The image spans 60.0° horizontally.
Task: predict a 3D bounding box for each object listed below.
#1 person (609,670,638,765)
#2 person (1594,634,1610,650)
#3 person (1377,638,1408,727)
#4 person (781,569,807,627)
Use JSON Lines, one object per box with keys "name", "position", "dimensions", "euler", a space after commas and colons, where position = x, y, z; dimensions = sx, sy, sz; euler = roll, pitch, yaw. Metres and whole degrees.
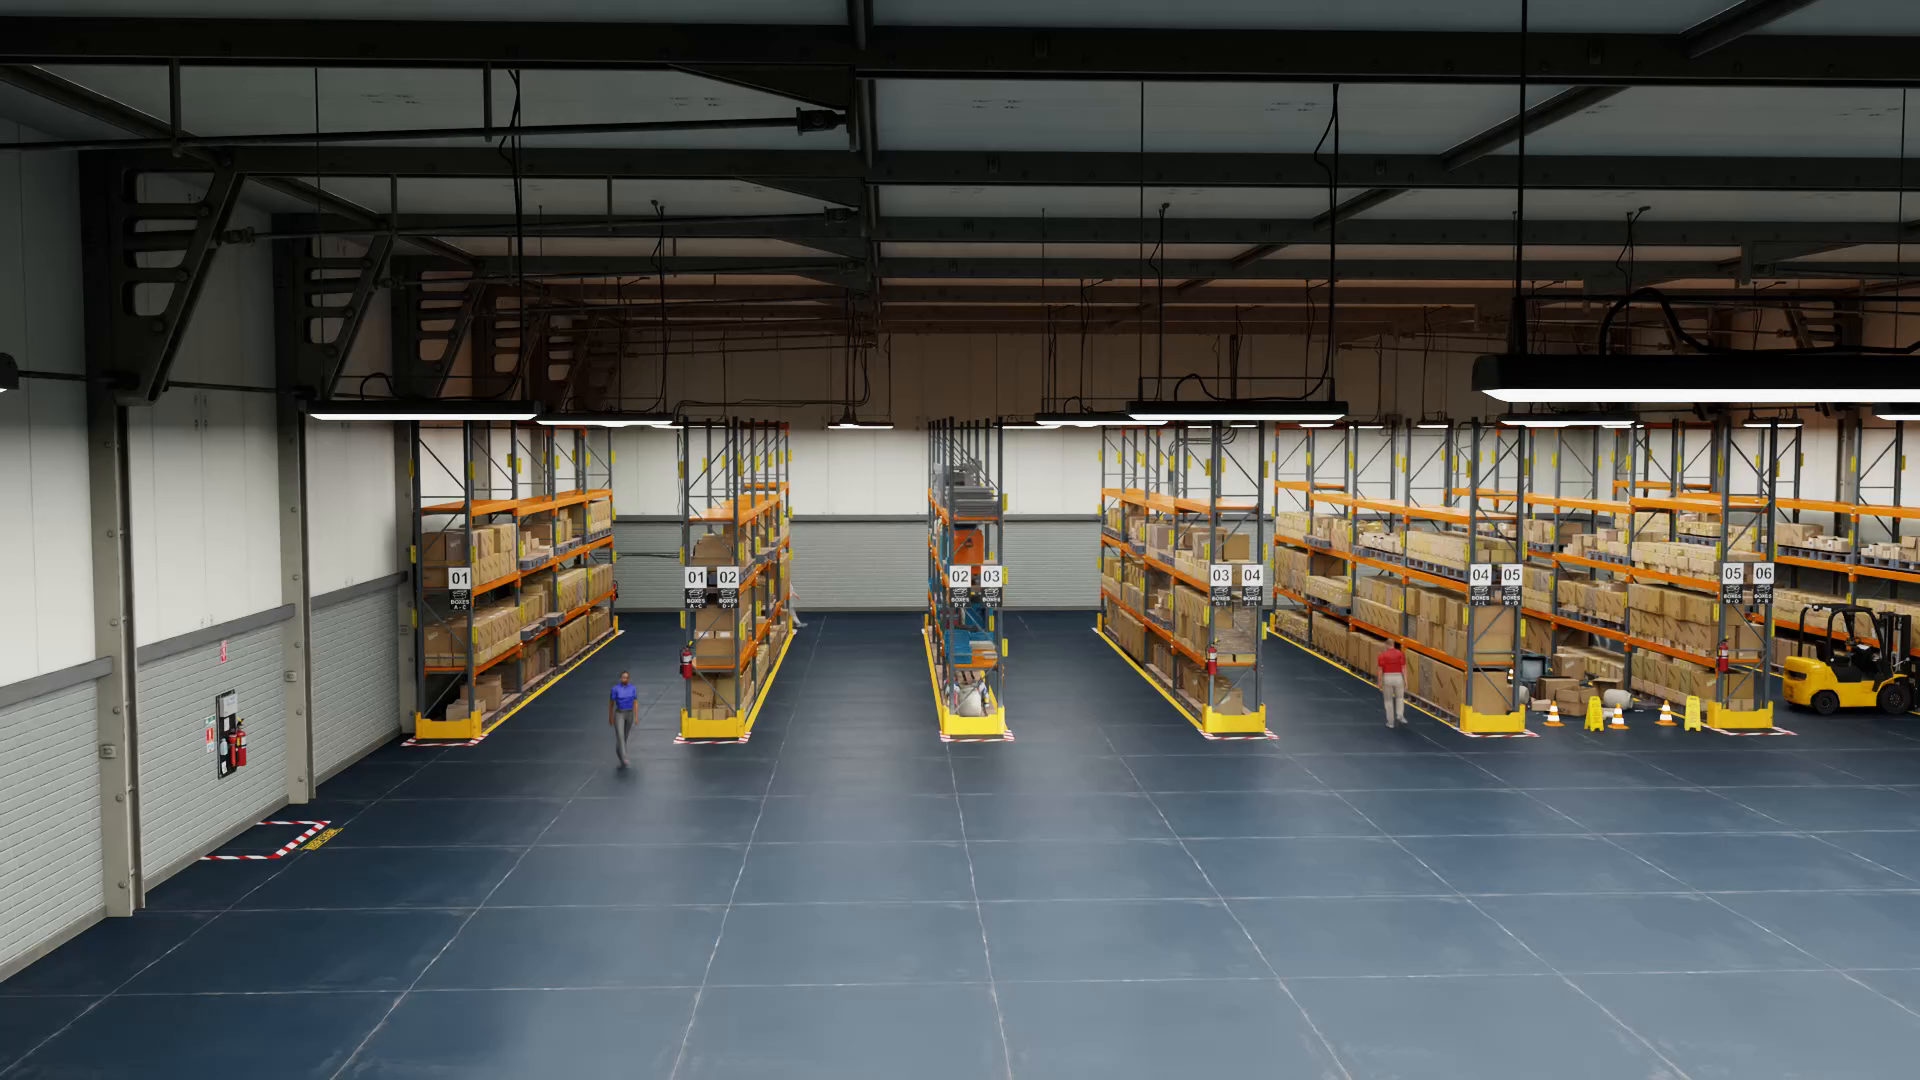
{"name": "person", "position": [-5.772, 3.030, 28.603], "dimensions": [0.478, 1.599, 1.020], "euler": [-3, 5, -36]}
{"name": "person", "position": [16.485, 2.108, 42.544], "dimensions": [0.470, 1.687, 0.501], "euler": [-1, 4, -16]}
{"name": "person", "position": [8.374, 2.758, 32.186], "dimensions": [0.581, 1.715, 0.494], "euler": [0, 4, 6]}
{"name": "person", "position": [-5.023, 1.681, 48.469], "dimensions": [1.099, 1.694, 0.505], "euler": [0, 4, -5]}
